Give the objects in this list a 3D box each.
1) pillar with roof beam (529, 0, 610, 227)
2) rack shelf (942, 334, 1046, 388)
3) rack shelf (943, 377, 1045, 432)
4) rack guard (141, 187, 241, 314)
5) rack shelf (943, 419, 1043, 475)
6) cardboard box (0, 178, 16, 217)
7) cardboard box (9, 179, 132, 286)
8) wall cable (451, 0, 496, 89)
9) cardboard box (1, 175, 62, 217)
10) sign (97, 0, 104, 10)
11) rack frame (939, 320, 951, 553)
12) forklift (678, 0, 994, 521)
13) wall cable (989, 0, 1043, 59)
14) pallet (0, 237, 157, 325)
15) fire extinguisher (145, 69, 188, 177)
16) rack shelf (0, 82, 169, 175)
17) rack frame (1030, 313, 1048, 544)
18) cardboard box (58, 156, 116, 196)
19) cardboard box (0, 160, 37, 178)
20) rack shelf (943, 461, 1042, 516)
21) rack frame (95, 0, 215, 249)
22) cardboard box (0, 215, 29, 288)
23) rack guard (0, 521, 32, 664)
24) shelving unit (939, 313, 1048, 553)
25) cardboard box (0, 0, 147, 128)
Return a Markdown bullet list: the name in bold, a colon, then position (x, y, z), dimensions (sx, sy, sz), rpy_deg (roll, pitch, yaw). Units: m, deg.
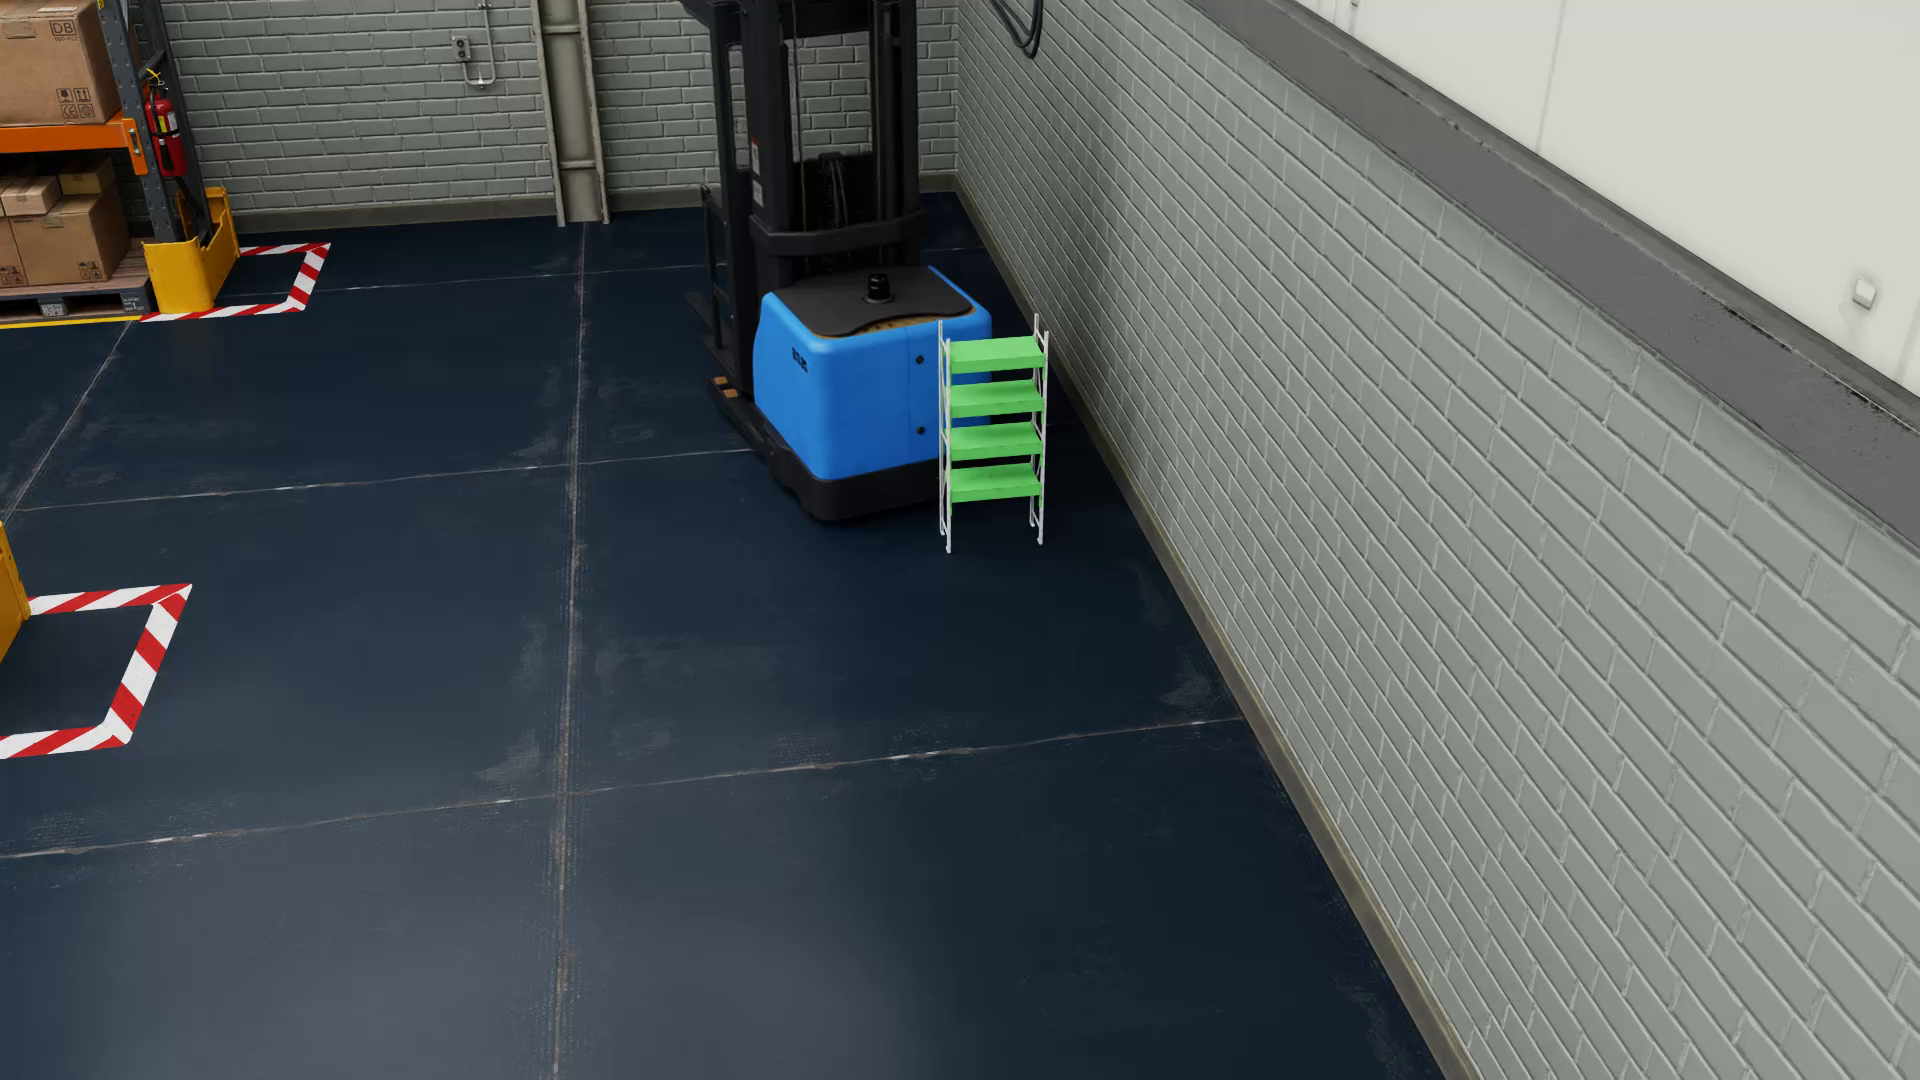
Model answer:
- **pillar with roof beam**: position (-2.168, -4.253, 7.105), dimensions (0.400, 9.000, 9.100), rpy_deg (-5, 31, -9)
- **rack shelf**: position (0.163, -0.891, 8.261), dimensions (0.480, 0.148, 0.258), rpy_deg (-5, 31, -9)
- **rack shelf**: position (0.163, -0.684, 8.382), dimensions (0.480, 0.148, 0.258), rpy_deg (-5, 31, -9)
- **rack guard**: position (-5.420, -2.060, 11.761), dimensions (0.348, 0.500, 1.175), rpy_deg (-5, 31, -9)
- **rack shelf**: position (0.163, -0.477, 8.504), dimensions (0.480, 0.148, 0.258), rpy_deg (-5, 31, -9)
- **cardboard box**: position (-6.459, -2.279, 11.078), dimensions (0.250, 0.149, 0.380), rpy_deg (-5, 31, -8)
- **cardboard box**: position (-6.114, -2.125, 11.457), dimensions (0.500, 0.500, 0.700), rpy_deg (-5, 31, -9)
- **wall cable**: position (-4.355, -4.162, 11.867), dimensions (1.851, 1.984, 0.084), rpy_deg (-5, 31, -9)
- **cardboard box**: position (-6.208, -2.302, 11.118), dimensions (0.250, 0.149, 0.380), rpy_deg (-6, 31, -10)
- **sign**: position (-5.360, -3.465, 10.308), dimensions (0.005, 0.325, 0.100), rpy_deg (-5, 31, -9)
- **rack frame**: position (-0.077, -0.510, 8.434), dimensions (0.015, 1.200, 0.240), rpy_deg (-5, 31, -9)
- **forklift**: position (-0.893, -2.091, 9.414), dimensions (1.130, 2.935, 3.031), rpy_deg (-13, 33, -21)
- **wall cable**: position (0.184, -4.721, 10.965), dimensions (0.112, 2.526, 3.097), rpy_deg (-5, 31, -9)
- **pallet**: position (-6.216, -1.822, 11.640), dimensions (1.213, 0.211, 1.003), rpy_deg (-5, 31, -9)
- **fire extinguisher**: position (-5.212, -2.725, 10.870), dimensions (0.183, 0.674, 0.296), rpy_deg (-5, 31, -9)
- **rack shelf**: position (-7.411, -2.643, 10.995), dimensions (4.000, 0.370, 1.077), rpy_deg (-5, 31, -9)
- **rack frame**: position (0.403, -0.555, 8.509), dimensions (0.015, 1.200, 0.240), rpy_deg (-5, 31, -9)
- **cardboard box**: position (-6.027, -2.516, 11.482), dimensions (0.250, 0.149, 0.380), rpy_deg (-5, 31, -9)
- **cardboard box**: position (-6.526, -2.469, 11.402), dimensions (0.250, 0.149, 0.380), rpy_deg (-5, 31, -9)
- **rack shelf**: position (0.163, -0.270, 8.626), dimensions (0.480, 0.148, 0.258), rpy_deg (-5, 31, -9)
- **rack frame**: position (-5.444, -3.136, 11.123), dimensions (0.127, 3.000, 1.000), rpy_deg (-5, 31, -9)
- **cardboard box**: position (-6.606, -2.080, 11.379), dimensions (0.500, 0.500, 0.700), rpy_deg (-5, 31, -9)
- **rack guard**: position (-4.623, 0.418, 7.545), dimensions (0.348, 0.500, 1.175), rpy_deg (-5, 31, -9)
- **shelving unit**: position (0.163, -0.532, 8.472), dimensions (0.503, 1.200, 0.258), rpy_deg (-5, 31, -9)
- **cardboard box**: position (-5.944, -3.213, 10.960), dimensions (0.700, 0.700, 0.980), rpy_deg (-4, 31, -7)
